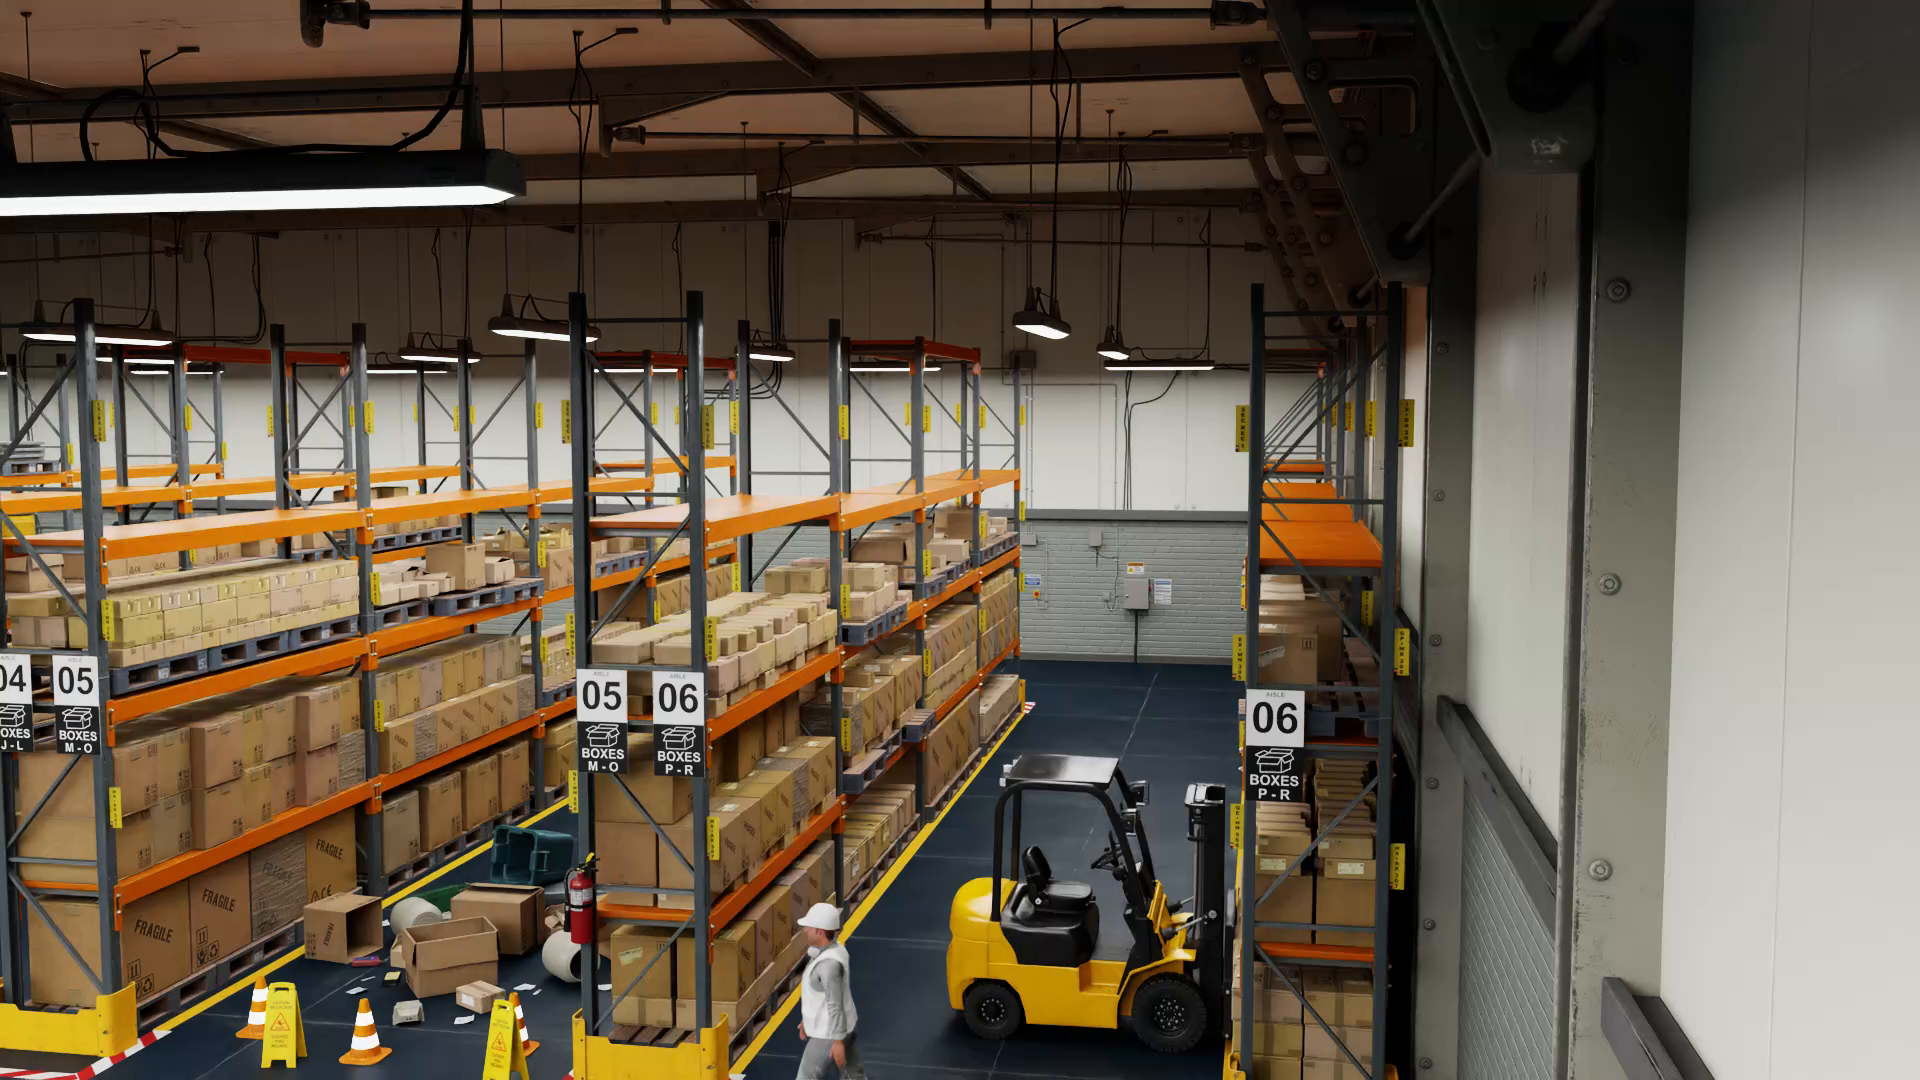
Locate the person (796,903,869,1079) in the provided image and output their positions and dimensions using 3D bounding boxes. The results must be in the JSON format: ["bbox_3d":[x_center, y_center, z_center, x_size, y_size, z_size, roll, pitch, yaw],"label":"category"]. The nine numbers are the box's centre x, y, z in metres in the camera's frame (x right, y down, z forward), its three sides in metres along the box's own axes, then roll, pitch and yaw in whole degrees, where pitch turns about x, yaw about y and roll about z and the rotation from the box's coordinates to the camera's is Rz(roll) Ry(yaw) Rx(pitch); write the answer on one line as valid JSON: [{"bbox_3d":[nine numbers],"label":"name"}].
[{"bbox_3d":[-0.990,3.356,11.500,1.033,1.717,0.555,1,5,7],"label":"person"}]
